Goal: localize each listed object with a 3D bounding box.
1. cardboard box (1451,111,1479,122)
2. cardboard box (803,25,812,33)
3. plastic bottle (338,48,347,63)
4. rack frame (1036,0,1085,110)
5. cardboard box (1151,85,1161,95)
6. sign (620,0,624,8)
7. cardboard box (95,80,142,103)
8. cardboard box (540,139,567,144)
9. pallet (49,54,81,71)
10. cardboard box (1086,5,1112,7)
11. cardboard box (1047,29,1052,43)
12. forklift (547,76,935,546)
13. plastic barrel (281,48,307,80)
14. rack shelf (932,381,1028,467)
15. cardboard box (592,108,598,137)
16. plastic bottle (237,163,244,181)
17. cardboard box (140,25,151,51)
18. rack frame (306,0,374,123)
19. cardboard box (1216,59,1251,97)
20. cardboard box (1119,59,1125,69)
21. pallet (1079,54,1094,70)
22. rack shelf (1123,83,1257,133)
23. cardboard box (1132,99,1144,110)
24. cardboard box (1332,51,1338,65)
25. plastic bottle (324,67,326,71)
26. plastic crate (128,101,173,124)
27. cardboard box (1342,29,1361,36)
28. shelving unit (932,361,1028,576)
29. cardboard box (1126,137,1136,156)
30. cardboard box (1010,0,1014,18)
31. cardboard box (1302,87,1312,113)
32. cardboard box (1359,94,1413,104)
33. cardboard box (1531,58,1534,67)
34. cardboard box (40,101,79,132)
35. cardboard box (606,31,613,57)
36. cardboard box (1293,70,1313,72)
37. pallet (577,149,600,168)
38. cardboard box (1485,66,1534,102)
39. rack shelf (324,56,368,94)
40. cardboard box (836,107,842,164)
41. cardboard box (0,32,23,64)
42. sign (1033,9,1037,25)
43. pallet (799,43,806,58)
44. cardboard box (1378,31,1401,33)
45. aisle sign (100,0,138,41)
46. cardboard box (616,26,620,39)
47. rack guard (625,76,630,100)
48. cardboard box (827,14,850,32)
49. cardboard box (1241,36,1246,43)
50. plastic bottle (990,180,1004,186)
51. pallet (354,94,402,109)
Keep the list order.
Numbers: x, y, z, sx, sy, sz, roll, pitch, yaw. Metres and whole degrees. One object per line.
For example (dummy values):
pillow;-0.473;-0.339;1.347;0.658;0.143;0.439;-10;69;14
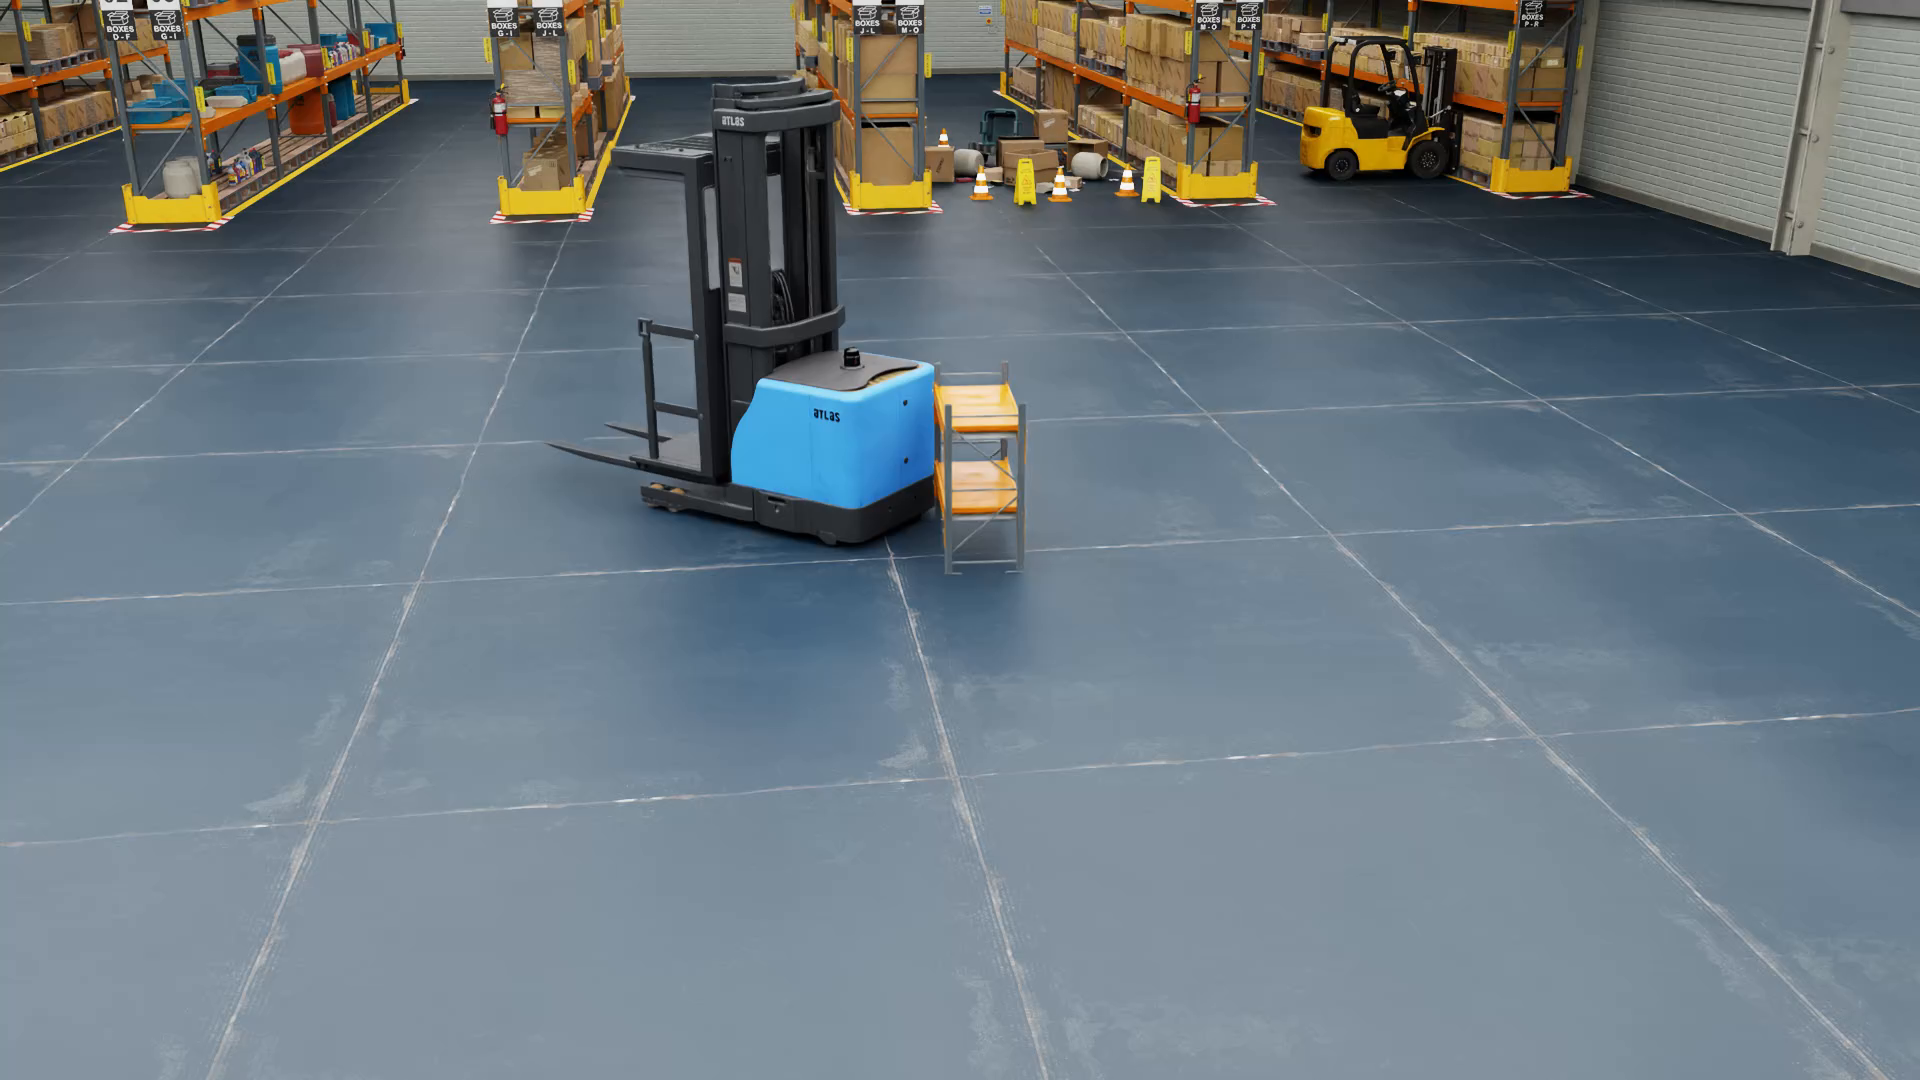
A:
cardboard box;8.184;-6.862;27.202;0.500;0.250;0.500;-3;21;-9
cardboard box;-2.907;-10.091;32.855;0.380;0.149;0.250;-2;21;-6
plastic bottle;-12.041;-9.442;32.388;0.152;0.276;0.135;-3;21;-8
rack frame;2.145;-10.718;35.625;1.000;3.000;0.127;-3;21;-8
cardboard box;3.265;-7.176;26.501;0.380;0.149;0.250;-3;21;-8
sign;-7.699;-12.279;37.812;0.100;0.325;0.005;-3;21;-8
cardboard box;-17.741;-9.407;35.054;0.797;0.503;0.637;-3;21;-8
cardboard box;-6.233;-5.925;25.764;0.500;0.500;0.500;-5;21;-13
pallet;-17.173;-8.918;31.081;1.003;0.211;1.213;-3;21;-8
cardboard box;2.752;-10.383;33.155;0.500;0.500;0.500;-2;21;-6
cardboard box;2.079;-10.360;34.167;0.500;0.250;0.500;-3;21;-7
forklift;-1.666;-1.709;11.603;3.031;2.935;1.130;13;24;30
plastic barrel;-11.626;-8.290;28.966;0.421;0.512;0.421;0;20;0
rack shelf;0.115;-0.763;10.816;0.538;0.278;1.000;-2;21;-4
cardboard box;-6.876;-7.446;29.809;0.700;0.500;0.500;-5;21;-12
plastic bottle;-10.850;-5.538;25.028;0.097;0.271;0.097;0;20;0
cardboard box;-17.563;-10.658;35.321;0.500;0.500;0.500;-3;21;-7
rack frame;-12.563;-9.968;33.618;1.000;3.000;0.127;-3;21;-8
cardboard box;4.081;-6.927;24.908;0.500;0.500;0.500;-3;21;-9
cardboard box;2.951;-8.191;28.620;0.380;0.149;0.250;-3;21;-7
pallet;2.930;-9.002;31.305;1.213;0.211;1.003;-3;21;-8
rack shelf;3.587;-6.919;26.481;1.077;0.370;4.000;-3;21;-8
cardboard box;3.075;-7.248;27.665;0.380;0.149;0.250;-3;21;-7
cardboard box;7.455;-9.348;32.173;0.500;0.250;0.500;-3;21;-8
plastic bottle;-11.732;-8.732;30.591;0.097;0.201;0.097;0;20;0
plastic crate;-11.201;-5.902;22.944;0.499;0.251;0.616;-3;21;-8
cardboard box;7.490;-9.630;31.643;0.380;0.149;0.250;-2;21;-6
shelving unit;0.115;-0.489;10.918;0.538;1.125;1.048;-2;21;-4
cardboard box;3.116;-6.639;28.034;0.500;0.250;0.500;-4;21;-10
cardboard box;1.437;-12.259;38.180;0.500;0.500;0.500;-3;21;-9
cardboard box;7.298;-8.920;33.783;0.500;0.500;0.500;-3;21;-9
cardboard box;7.909;-7.993;31.124;0.875;0.625;0.625;-4;21;-10
cardboard box;8.895;-7.378;25.614;0.380;0.149;0.250;-3;21;-8
cardboard box;-16.819;-7.897;31.016;0.500;0.500;0.500;-3;21;-8
cardboard box;-7.259;-9.945;33.413;0.500;0.500;0.500;-2;21;-6
cardboard box;7.438;-10.095;36.004;0.380;0.149;0.250;-3;21;-8
pallet;-6.622;-6.411;28.081;1.003;0.211;1.213;-3;21;-8
cardboard box;8.455;-7.019;25.578;0.500;0.500;0.500;-3;21;-9
rack shelf;-12.274;-8.939;31.890;1.077;0.370;4.000;-3;21;-8
cardboard box;-1.564;-6.644;27.153;0.875;0.875;0.875;-3;21;-7
cardboard box;-17.091;-8.791;29.723;0.700;0.500;0.500;-10;23;-26
sign;1.596;-11.132;35.384;0.100;0.325;0.005;-3;21;-8
pallet;-2.772;-10.071;34.169;1.003;0.211;1.213;-3;21;-8
cardboard box;8.070;-9.479;31.239;0.380;0.149;0.250;-3;21;-8
aisle sign;-11.116;-6.991;21.933;0.394;0.787;0.004;-3;21;-8
cardboard box;-7.759;-11.166;36.614;0.500;0.250;0.500;-4;21;-10
rack guard;-8.241;-10.440;38.455;1.175;0.500;0.348;-3;21;-8
cardboard box;-2.033;-9.233;30.077;0.700;0.500;0.500;-3;21;-9
cardboard box;6.564;-11.307;37.561;0.380;0.149;0.250;-3;21;-9
plastic bottle;0.569;-5.631;26.205;0.133;0.061;0.283;-11;23;-26
pallet;-13.059;-9.759;37.045;1.003;0.211;1.213;-3;21;-8
